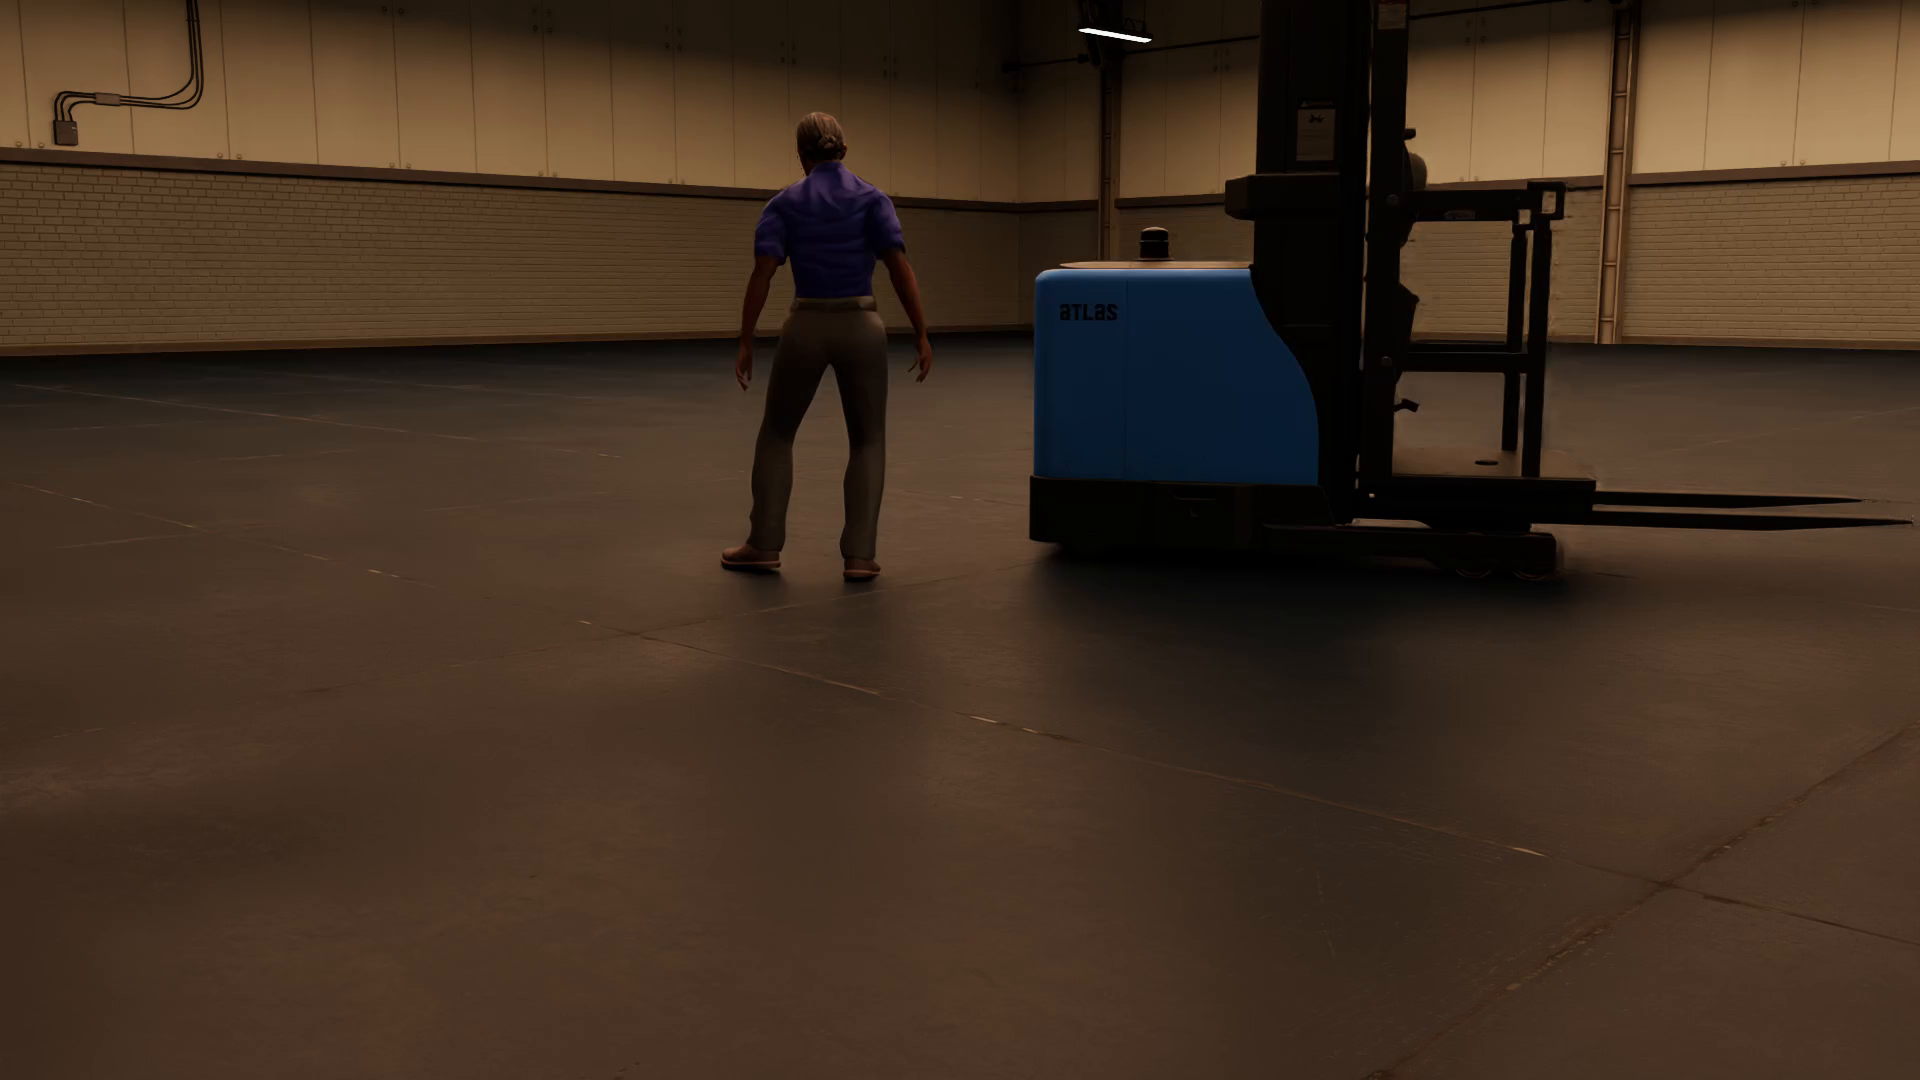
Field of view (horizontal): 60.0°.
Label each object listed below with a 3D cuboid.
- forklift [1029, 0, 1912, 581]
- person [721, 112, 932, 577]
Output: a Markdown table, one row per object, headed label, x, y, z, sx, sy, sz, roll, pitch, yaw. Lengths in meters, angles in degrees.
| label | x | y | z | sx | sy | sz | roll | pitch | yaw |
| --- | --- | --- | --- | --- | --- | --- | --- | --- | --- |
| forklift | 1.836 | -1.393 | 6.126 | 3.031 | 2.935 | 1.130 | 2 | 9 | 14 |
| person | -0.487 | -0.676 | 5.833 | 0.801 | 1.628 | 0.391 | 1 | 9 | 6 |
